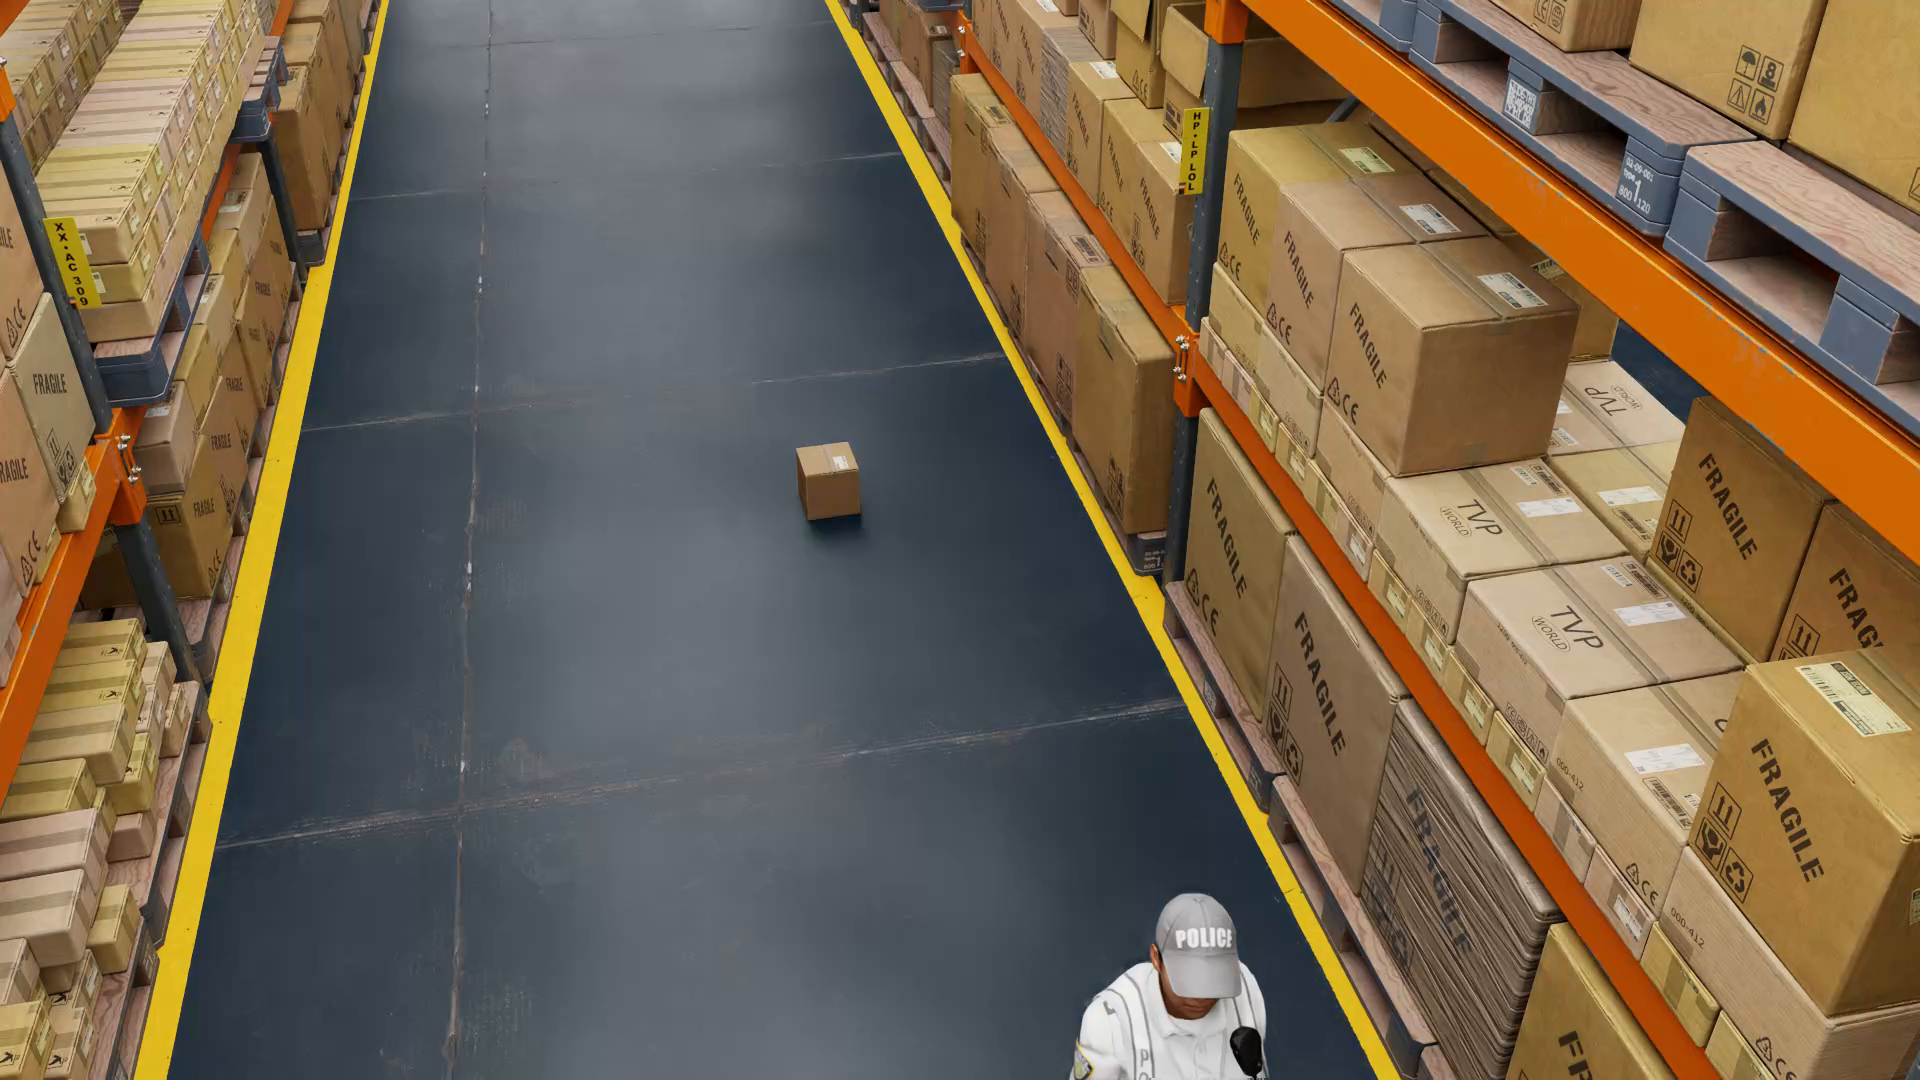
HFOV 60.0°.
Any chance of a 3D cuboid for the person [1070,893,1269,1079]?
[{"bbox_3d":[0.487,1.463,4.005,0.496,1.631,0.780,-7,35,-11],"label":"person"}]
